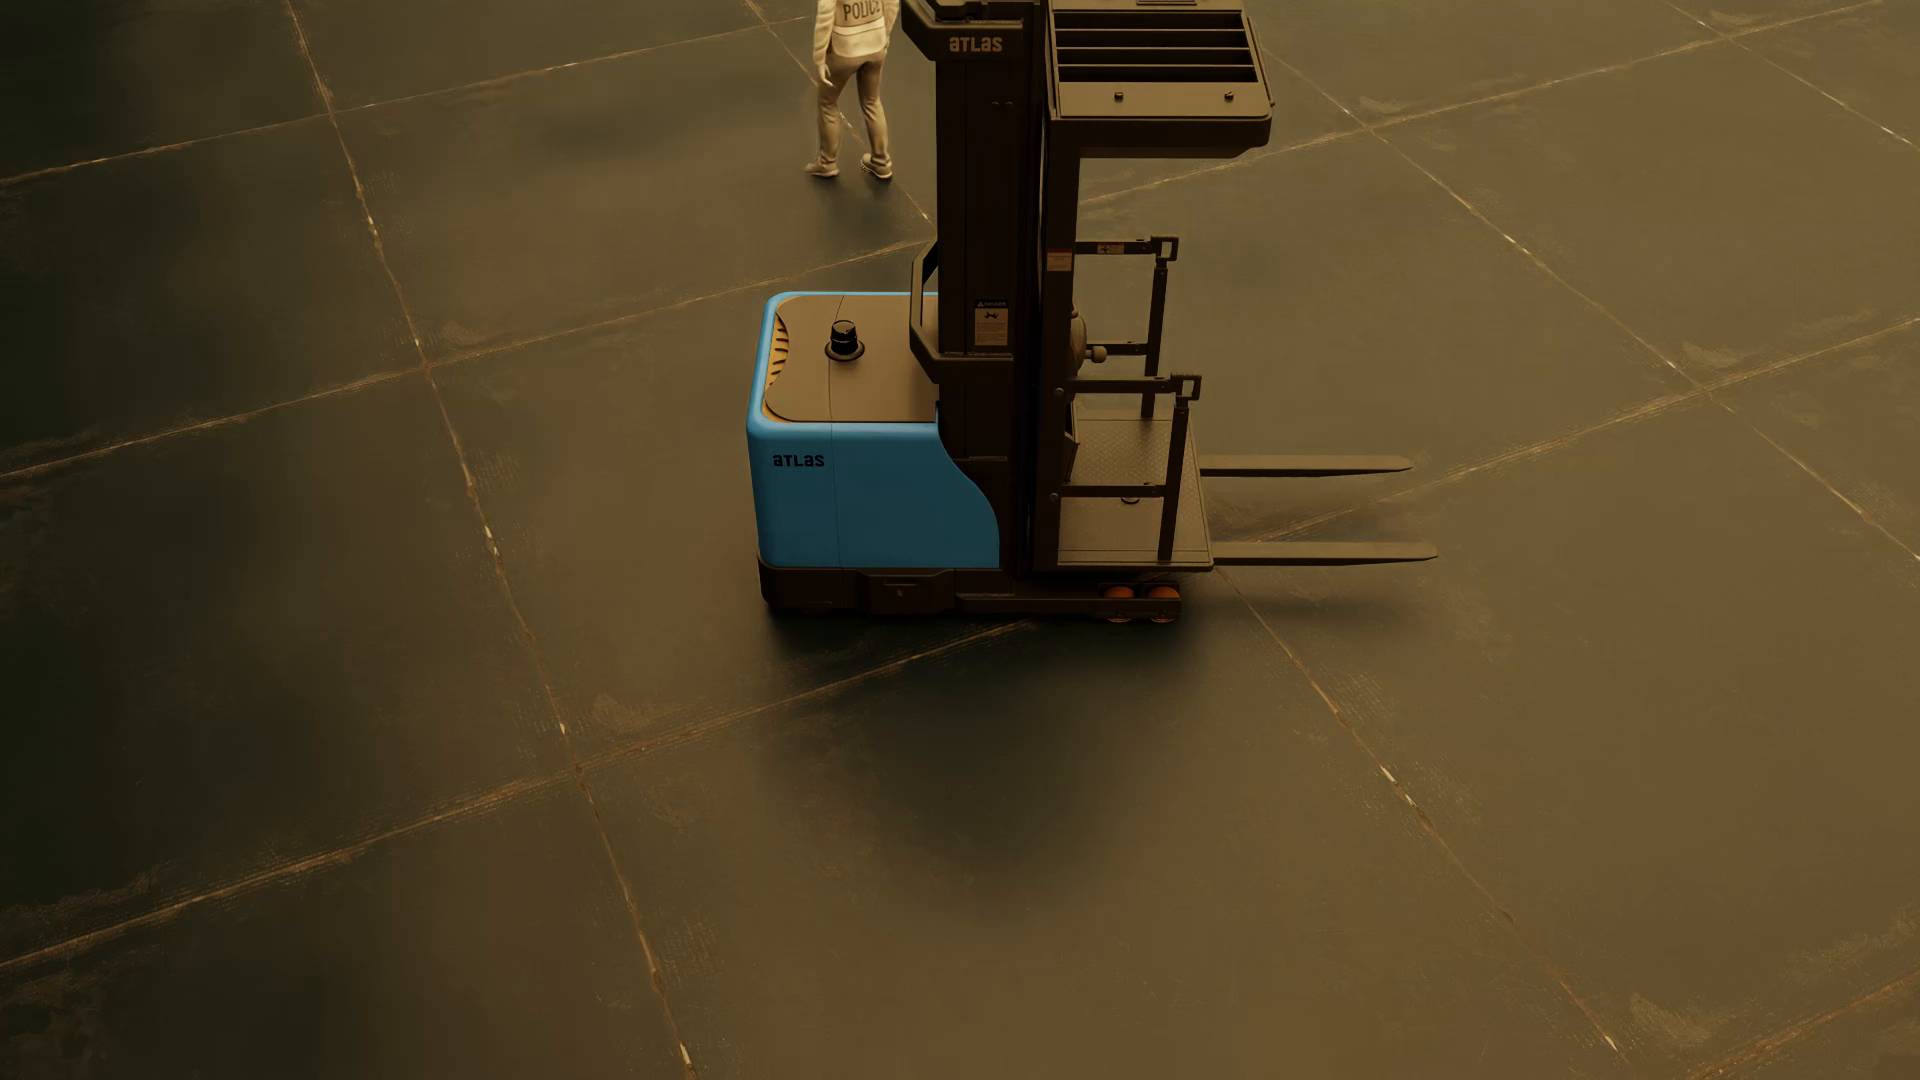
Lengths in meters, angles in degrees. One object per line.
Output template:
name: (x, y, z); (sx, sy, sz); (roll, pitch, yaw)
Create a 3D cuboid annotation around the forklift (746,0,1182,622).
forklift: (0.079, -1.048, 6.850); (1.939, 2.867, 1.129); (0, 43, 0)

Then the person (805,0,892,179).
person: (-0.651, -2.868, 9.733); (0.539, 1.691, 0.472); (-23, 48, -23)
